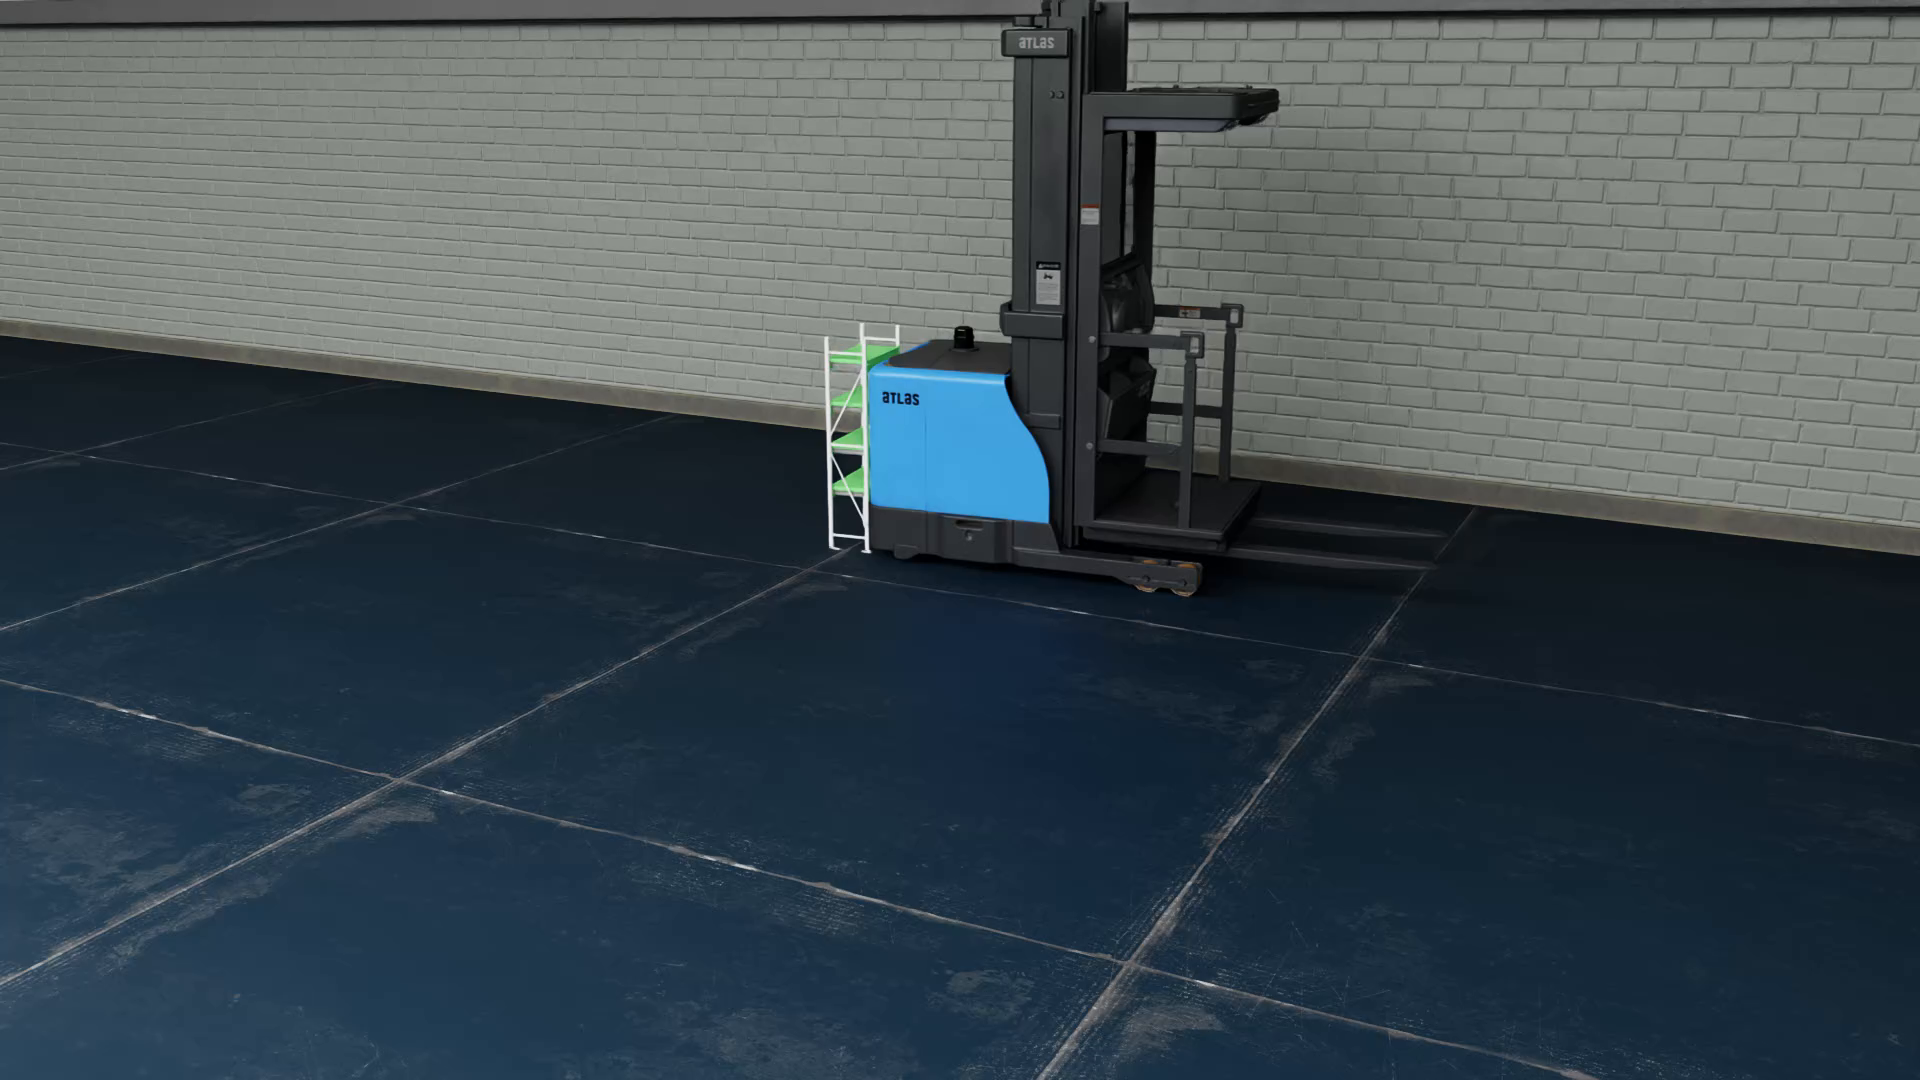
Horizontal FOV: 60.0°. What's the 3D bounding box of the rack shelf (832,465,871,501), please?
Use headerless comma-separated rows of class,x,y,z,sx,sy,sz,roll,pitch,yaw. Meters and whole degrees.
rack shelf,-0.537,-0.290,9.462,0.258,0.148,0.480,6,18,19

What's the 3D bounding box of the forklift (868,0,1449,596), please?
forklift,1.068,-1.286,8.706,3.031,2.935,1.130,6,18,19

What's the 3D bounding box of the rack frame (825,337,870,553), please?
rack frame,-0.620,-0.516,9.156,0.240,1.200,0.015,6,18,19

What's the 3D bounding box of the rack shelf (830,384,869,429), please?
rack shelf,-0.537,-0.751,9.326,0.258,0.148,0.480,6,18,19

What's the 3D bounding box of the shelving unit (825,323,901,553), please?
shelving unit,-0.537,-0.582,9.376,0.258,1.200,0.503,6,18,19

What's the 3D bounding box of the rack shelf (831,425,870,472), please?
rack shelf,-0.537,-0.521,9.394,0.258,0.148,0.480,6,18,19

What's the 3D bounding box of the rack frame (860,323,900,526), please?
rack frame,-0.455,-0.647,9.596,0.240,1.200,0.015,6,18,19

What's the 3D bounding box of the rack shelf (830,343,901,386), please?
rack shelf,-0.537,-0.981,9.257,0.258,0.148,0.480,6,18,19
